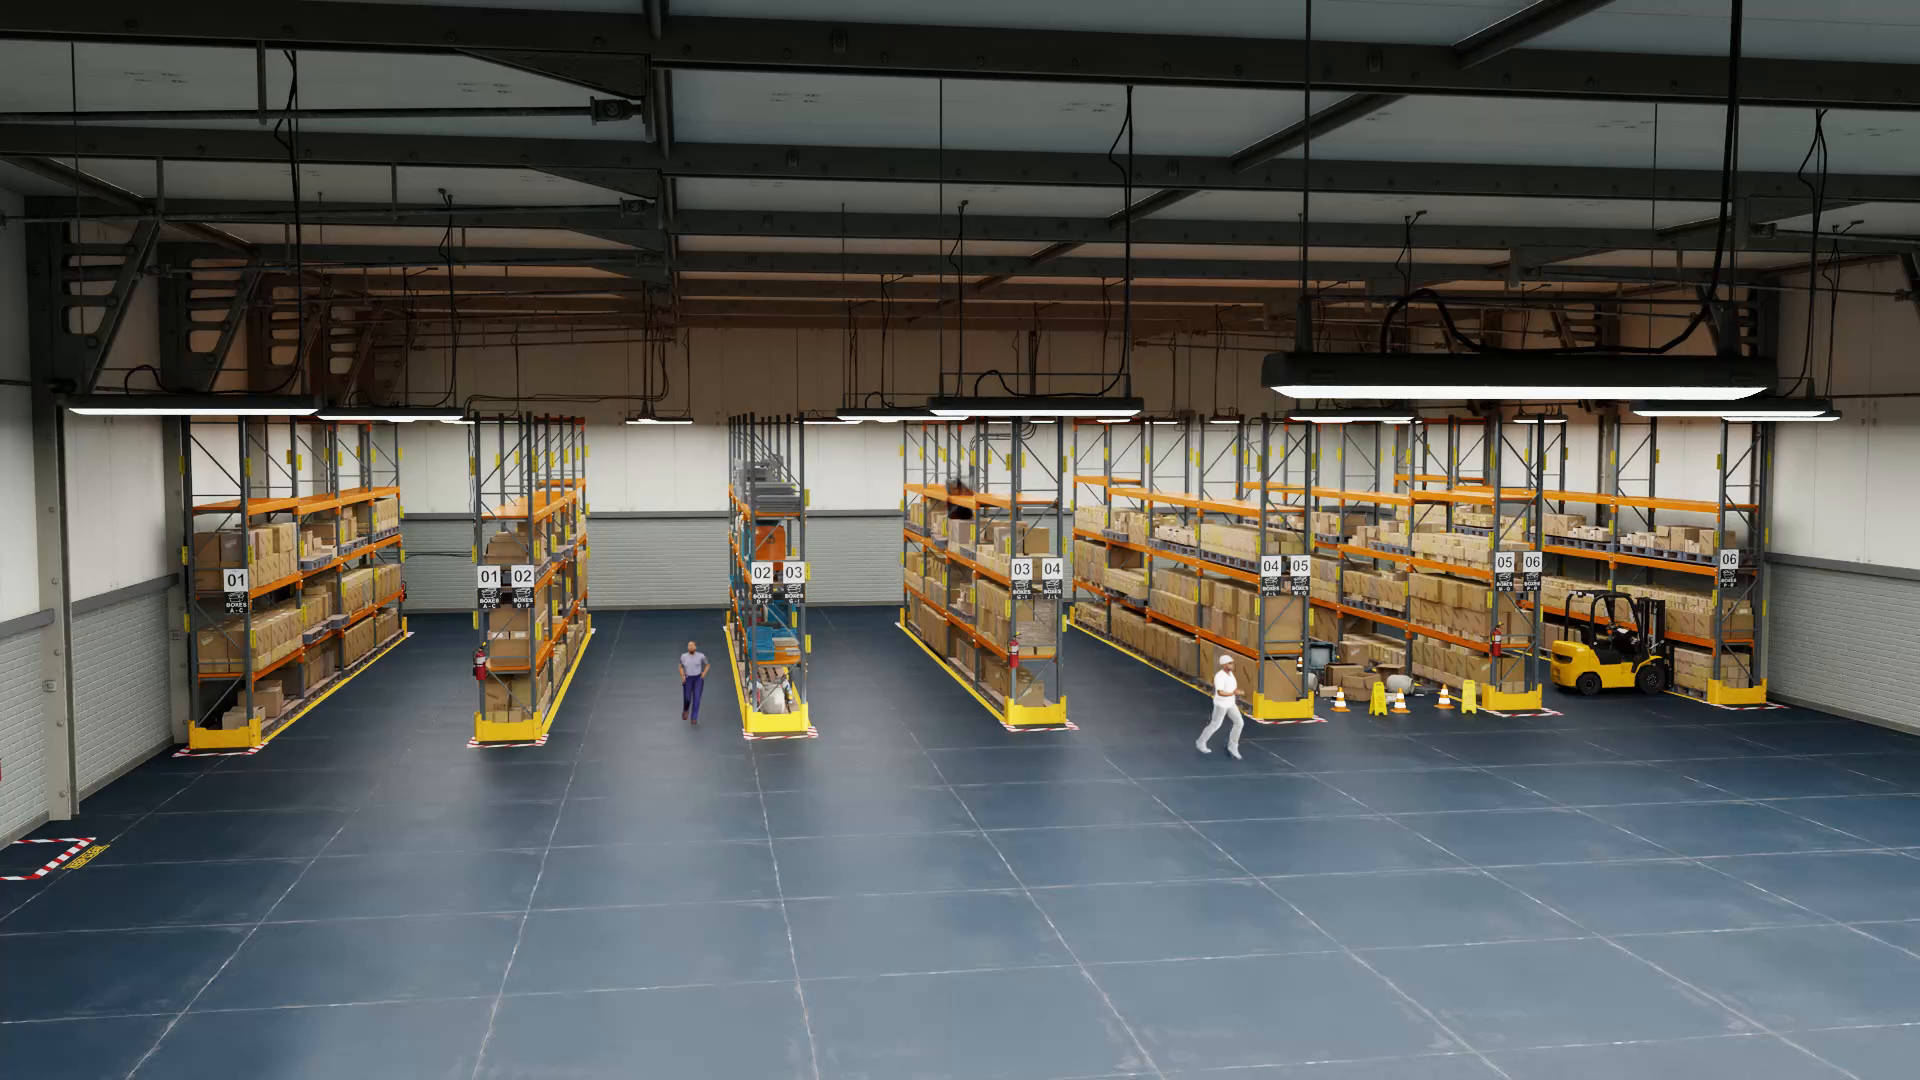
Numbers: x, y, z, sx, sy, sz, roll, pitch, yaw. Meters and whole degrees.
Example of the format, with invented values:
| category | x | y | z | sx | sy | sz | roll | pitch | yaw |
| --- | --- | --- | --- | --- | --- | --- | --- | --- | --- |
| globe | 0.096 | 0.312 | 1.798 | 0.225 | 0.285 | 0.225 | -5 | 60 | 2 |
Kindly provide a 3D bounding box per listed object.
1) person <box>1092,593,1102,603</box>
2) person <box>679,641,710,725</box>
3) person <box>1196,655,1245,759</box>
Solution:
| category | x | y | z | sx | sy | sz | roll | pitch | yaw |
| --- | --- | --- | --- | --- | --- | --- | --- | --- | --- |
| person | 4.227 | 1.540 | 49.733 | 0.699 | 1.641 | 0.558 | -1 | 4 | -15 |
| person | -5.143 | 2.748 | 32.127 | 0.601 | 1.584 | 0.540 | 0 | 4 | -4 |
| person | 4.563 | 2.888 | 28.824 | 0.888 | 1.816 | 0.710 | 3 | 5 | 36 |
